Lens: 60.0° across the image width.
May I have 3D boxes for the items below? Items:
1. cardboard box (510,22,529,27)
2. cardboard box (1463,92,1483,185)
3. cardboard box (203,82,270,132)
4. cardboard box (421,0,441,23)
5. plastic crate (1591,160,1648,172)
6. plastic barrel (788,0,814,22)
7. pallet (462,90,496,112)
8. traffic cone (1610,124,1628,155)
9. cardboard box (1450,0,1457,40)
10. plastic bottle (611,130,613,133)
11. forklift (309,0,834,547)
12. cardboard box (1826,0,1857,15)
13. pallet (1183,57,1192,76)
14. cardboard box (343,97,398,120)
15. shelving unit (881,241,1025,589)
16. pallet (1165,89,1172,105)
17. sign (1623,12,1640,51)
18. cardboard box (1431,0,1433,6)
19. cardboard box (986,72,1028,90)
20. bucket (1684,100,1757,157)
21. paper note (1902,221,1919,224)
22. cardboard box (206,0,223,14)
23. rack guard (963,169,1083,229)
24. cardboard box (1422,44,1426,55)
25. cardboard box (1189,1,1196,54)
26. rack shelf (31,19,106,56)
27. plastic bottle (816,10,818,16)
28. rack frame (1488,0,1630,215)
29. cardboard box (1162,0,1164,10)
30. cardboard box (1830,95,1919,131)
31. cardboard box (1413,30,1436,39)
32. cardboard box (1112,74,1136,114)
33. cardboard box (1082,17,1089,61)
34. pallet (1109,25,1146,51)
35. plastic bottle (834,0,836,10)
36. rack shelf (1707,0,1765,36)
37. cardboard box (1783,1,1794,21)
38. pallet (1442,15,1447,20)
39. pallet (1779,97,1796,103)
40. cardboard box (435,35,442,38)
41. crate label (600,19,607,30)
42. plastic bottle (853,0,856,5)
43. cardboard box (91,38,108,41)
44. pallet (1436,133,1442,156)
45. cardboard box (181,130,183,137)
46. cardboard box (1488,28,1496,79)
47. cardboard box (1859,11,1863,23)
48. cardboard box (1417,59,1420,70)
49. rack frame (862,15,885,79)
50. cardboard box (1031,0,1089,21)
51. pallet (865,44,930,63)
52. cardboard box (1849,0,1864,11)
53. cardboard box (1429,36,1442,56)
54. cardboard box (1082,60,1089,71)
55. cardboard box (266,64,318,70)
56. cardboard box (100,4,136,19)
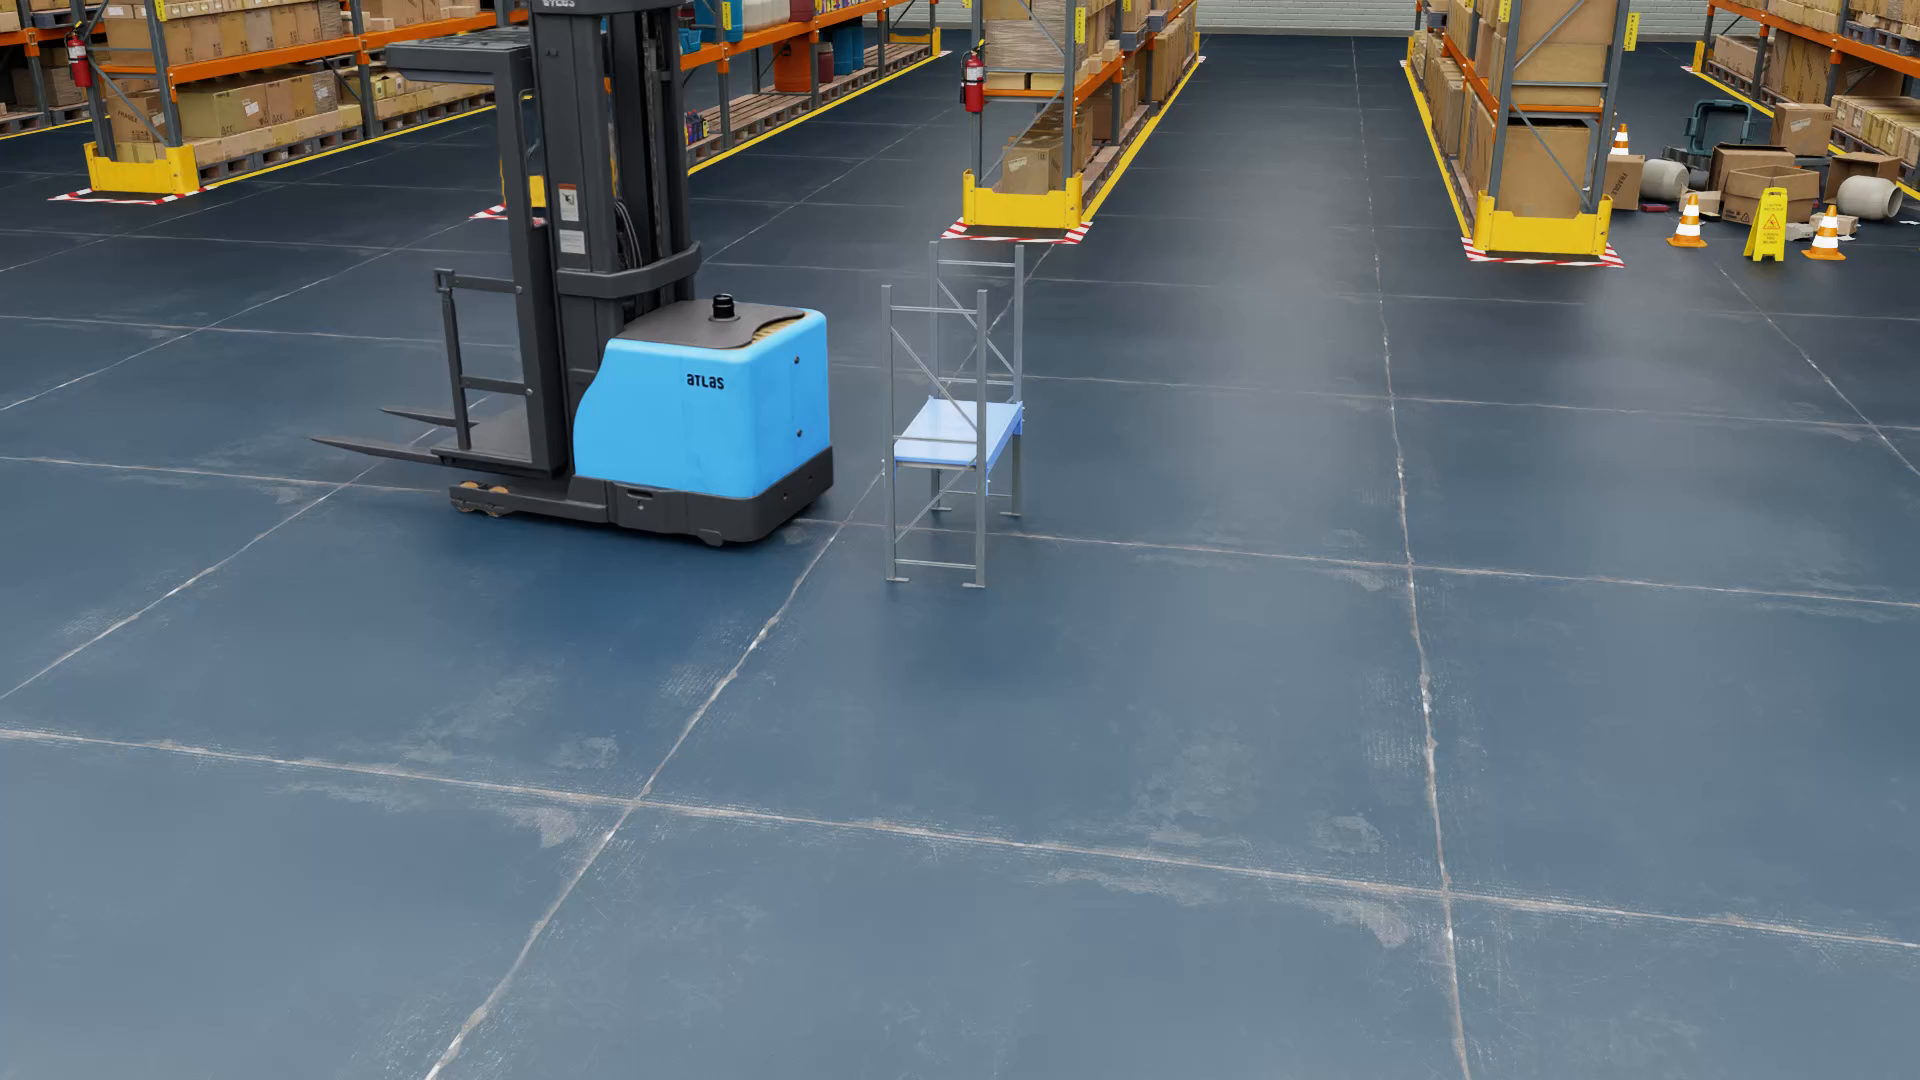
[{"bbox_3d":[-7.279,-8.388,27.419,0.500,0.250,0.500,4,22,10],"label":"cardboard box"},{"bbox_3d":[5.887,-4.261,17.699,0.875,0.875,0.875,5,22,11],"label":"cardboard box"},{"bbox_3d":[-8.567,-5.128,19.685,0.500,0.500,0.500,4,22,11],"label":"cardboard box"},{"bbox_3d":[-7.778,-7.672,23.754,0.500,0.500,0.500,3,22,8],"label":"cardboard box"},{"bbox_3d":[7.511,-4.165,18.867,0.450,0.188,0.662,7,21,42],"label":"plastic crate"},{"bbox_3d":[-2.401,-7.732,23.854,0.600,0.536,0.708,4,22,11],"label":"plastic barrel"},{"bbox_3d":[-7.658,-6.649,25.080,1.003,0.211,1.213,4,22,11],"label":"pallet"},{"bbox_3d":[8.016,-4.805,20.164,0.336,0.463,0.334,4,22,11],"label":"traffic cone"},{"bbox_3d":[6.520,-6.601,21.095,0.500,0.500,0.500,4,22,11],"label":"cardboard box"},{"bbox_3d":[-4.184,-4.722,19.621,0.152,0.276,0.135,4,22,9],"label":"plastic bottle"},{"bbox_3d":[-2.286,-1.659,9.049,3.031,2.935,1.130,8,23,20],"label":"forklift"},{"bbox_3d":[11.797,-7.087,21.968,0.500,0.250,0.500,4,22,11],"label":"cardboard box"},{"bbox_3d":[3.540,-8.373,29.361,1.003,0.211,1.213,4,22,11],"label":"pallet"},{"bbox_3d":[-7.943,-5.826,22.422,0.500,0.250,0.500,4,22,10],"label":"cardboard box"},{"bbox_3d":[-0.017,-0.664,8.496,0.538,1.500,1.048,4,22,11],"label":"shelving unit"},{"bbox_3d":[2.731,-6.918,25.748,1.003,0.211,1.213,4,22,11],"label":"pallet"},{"bbox_3d":[5.990,-4.537,14.839,0.100,0.325,0.005,4,22,11],"label":"sign"},{"bbox_3d":[6.890,-7.638,23.578,0.380,0.149,0.250,4,22,10],"label":"cardboard box"},{"bbox_3d":[0.469,-4.562,16.501,0.380,0.149,0.250,4,22,11],"label":"cardboard box"},{"bbox_3d":[8.493,-4.567,18.526,0.726,0.611,0.620,13,15,29],"label":"bucket"},{"bbox_3d":[9.593,-3.211,16.785,0.142,0.019,0.148,-3,22,-8],"label":"paper note"},{"bbox_3d":[-8.636,-6.069,18.906,0.380,0.149,0.250,4,22,10],"label":"cardboard box"},{"bbox_3d":[0.628,-3.426,16.692,1.175,0.500,0.348,4,22,11],"label":"rack guard"},{"bbox_3d":[7.771,-8.018,27.205,0.380,0.149,0.250,4,22,10],"label":"cardboard box"},{"bbox_3d":[3.826,-9.379,30.408,0.875,0.875,0.875,4,22,11],"label":"cardboard box"},{"bbox_3d":[-12.710,-7.552,24.552,1.077,0.370,4.000,4,22,11],"label":"rack shelf"},{"bbox_3d":[-2.199,-7.938,24.713,0.152,0.276,0.135,4,22,11],"label":"plastic bottle"},{"bbox_3d":[5.448,-4.143,15.126,1.000,3.000,0.127,4,22,11],"label":"rack frame"},{"bbox_3d":[2.714,-7.876,24.261,0.500,0.500,0.500,4,22,9],"label":"cardboard box"},{"bbox_3d":[11.822,-5.498,21.446,0.950,0.372,0.625,3,22,7],"label":"cardboard box"},{"bbox_3d":[8.273,-8.977,29.586,0.380,0.149,0.250,3,22,8],"label":"cardboard box"},{"bbox_3d":[2.028,-6.078,22.687,0.700,0.500,0.500,3,22,6],"label":"cardboard box"},{"bbox_3d":[0.881,-5.313,17.499,0.875,0.500,0.500,4,22,11],"label":"cardboard box"},{"bbox_3d":[1.728,-6.200,20.491,1.003,0.211,1.213,4,22,11],"label":"pallet"},{"bbox_3d":[-1.960,-8.314,25.653,0.097,0.271,0.097,0,22,0],"label":"plastic bottle"},{"bbox_3d":[13.171,-8.589,27.128,1.077,0.370,4.000,4,22,11],"label":"rack shelf"},{"bbox_3d":[12.191,-7.605,23.923,0.500,0.250,0.500,4,22,10],"label":"cardboard box"},{"bbox_3d":[7.444,-7.707,24.231,1.003,0.211,1.213,4,22,11],"label":"pallet"},{"bbox_3d":[12.433,-6.162,23.872,1.003,0.211,1.213,4,22,11],"label":"pallet"},{"bbox_3d":[-10.714,-10.314,33.232,0.700,0.500,0.500,4,22,11],"label":"cardboard box"},{"bbox_3d":[-4.125,-5.646,18.810,0.502,0.435,0.616,4,22,11],"label":"crate label"},{"bbox_3d":[-1.756,-8.731,26.683,0.152,0.276,0.135,4,22,11],"label":"plastic bottle"},{"bbox_3d":[-12.676,-7.350,24.841,0.500,0.250,0.500,4,22,11],"label":"cardboard box"},{"bbox_3d":[6.595,-5.048,21.105,1.003,0.211,1.213,4,22,11],"label":"pallet"},{"bbox_3d":[-9.174,-4.636,19.469,0.500,0.250,0.500,4,22,11],"label":"cardboard box"},{"bbox_3d":[5.875,-4.947,16.921,0.875,0.550,0.500,4,22,11],"label":"cardboard box"},{"bbox_3d":[11.608,-6.601,21.003,0.380,0.149,0.250,3,22,8],"label":"cardboard box"},{"bbox_3d":[7.854,-7.952,27.837,0.380,0.149,0.250,4,22,11],"label":"cardboard box"},{"bbox_3d":[-1.787,-9.324,27.991,1.000,3.000,0.127,4,22,11],"label":"rack frame"},{"bbox_3d":[0.992,-5.387,16.343,0.500,0.500,0.500,4,22,11],"label":"cardboard box"},{"bbox_3d":[-1.177,-9.195,31.402,1.003,0.211,1.213,4,22,11],"label":"pallet"},{"bbox_3d":[11.628,-6.961,21.028,0.500,0.500,0.500,4,22,9],"label":"cardboard box"},{"bbox_3d":[7.381,-7.470,25.166,0.500,0.250,0.500,5,22,12],"label":"cardboard box"},{"bbox_3d":[1.153,-4.985,17.553,0.380,0.149,0.250,4,22,11],"label":"cardboard box"},{"bbox_3d":[-8.669,-5.899,21.600,0.500,0.500,0.500,4,22,11],"label":"cardboard box"},{"bbox_3d":[-9.193,-5.816,18.278,0.380,0.149,0.250,4,22,10],"label":"cardboard box"}]
